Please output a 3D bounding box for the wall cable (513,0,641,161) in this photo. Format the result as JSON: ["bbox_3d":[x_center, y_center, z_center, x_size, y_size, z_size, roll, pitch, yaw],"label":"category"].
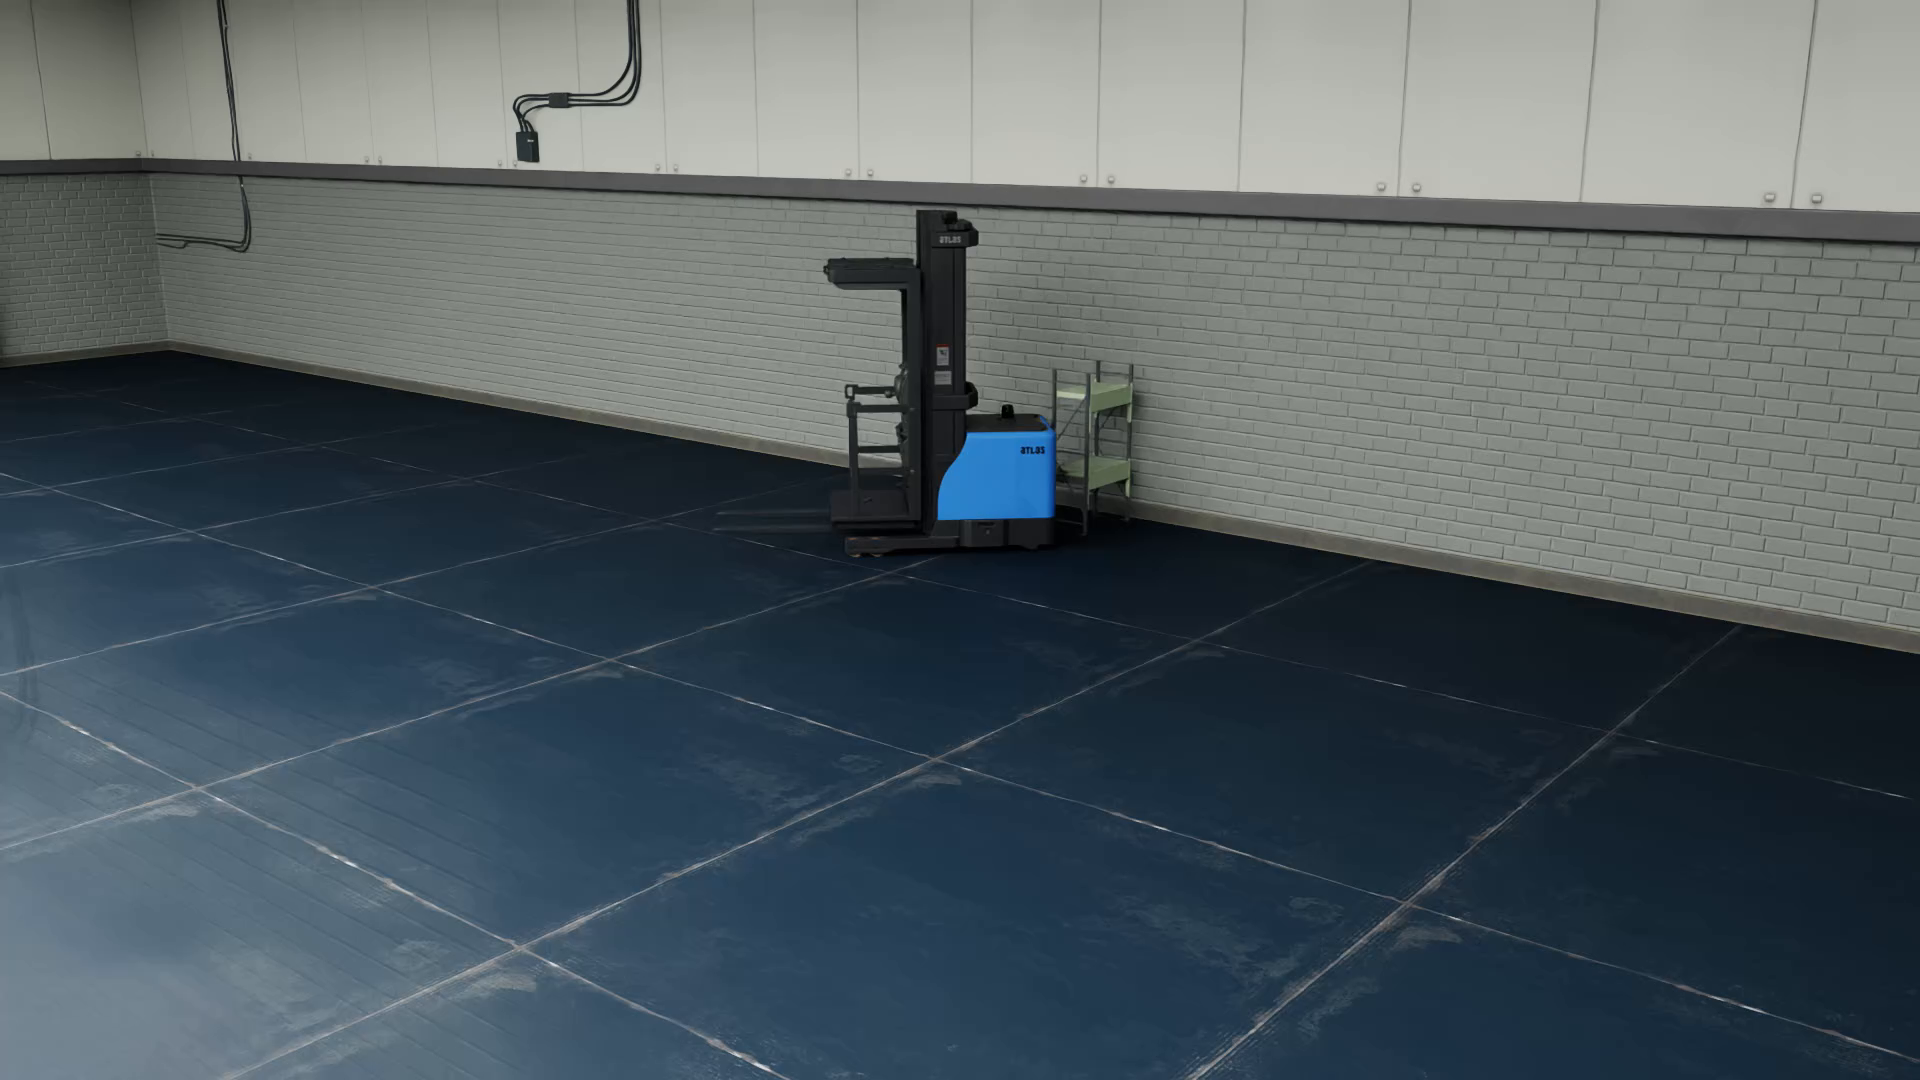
[{"bbox_3d":[-4.594,-7.458,19.298,2.305,6.003,0.169,11,18,38],"label":"wall cable"}]

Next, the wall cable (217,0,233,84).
[{"bbox_3d":[-9.864,-7.806,23.624,3.097,2.526,0.112,11,18,38],"label":"wall cable"}]

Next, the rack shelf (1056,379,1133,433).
[{"bbox_3d":[1.227,-1.244,15.388,0.431,0.370,0.720,11,18,36],"label":"rack shelf"}]

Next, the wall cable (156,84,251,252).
[{"bbox_3d":[-11.968,-5.777,25.894,3.097,2.526,0.112,11,18,38],"label":"wall cable"}]

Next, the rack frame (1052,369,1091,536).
[{"bbox_3d":[1.005,-0.794,15.202,0.400,1.500,0.023,11,18,36],"label":"rack frame"}]

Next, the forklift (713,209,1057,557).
[{"bbox_3d":[-0.687,-1.410,14.720,3.031,2.935,1.130,-1,14,-5],"label":"forklift"}]

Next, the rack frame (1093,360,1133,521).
[{"bbox_3d":[1.448,-0.938,15.767,0.400,1.500,0.023,11,18,36],"label":"rack frame"}]

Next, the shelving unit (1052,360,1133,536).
[{"bbox_3d":[1.227,-0.866,15.484,0.431,1.500,0.755,11,18,36],"label":"shelving unit"}]

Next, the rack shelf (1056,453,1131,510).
[{"bbox_3d":[1.226,-0.550,15.565,0.431,0.370,0.720,11,18,36],"label":"rack shelf"}]
